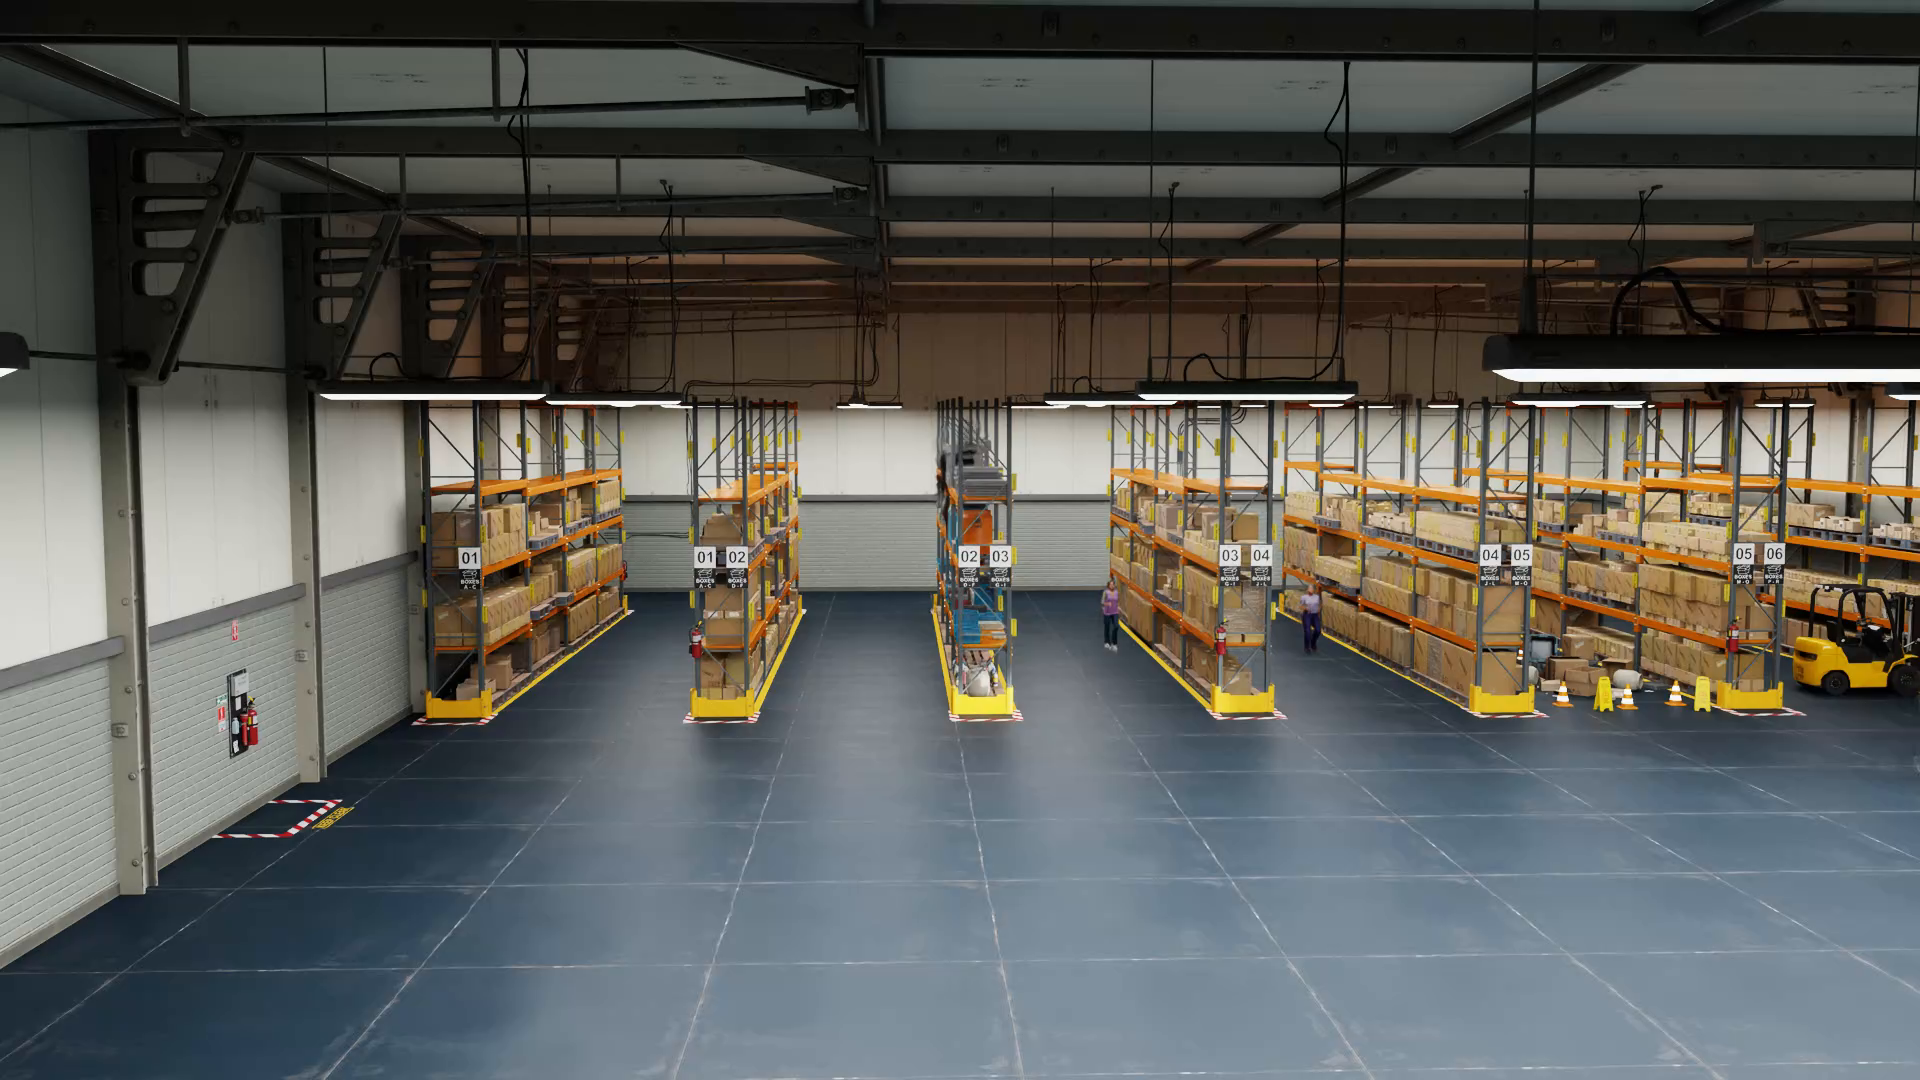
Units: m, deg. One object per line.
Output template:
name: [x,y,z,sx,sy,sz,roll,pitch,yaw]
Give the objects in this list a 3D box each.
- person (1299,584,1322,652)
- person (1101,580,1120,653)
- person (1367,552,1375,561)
person: [8.351,1.864,39.481,0.591,1.618,0.576,0,4,-3]
person: [3.447,1.734,37.882,0.490,1.673,0.699,-1,4,-8]
person: [11.494,1.250,46.404,0.677,1.821,0.875,-1,5,-14]
